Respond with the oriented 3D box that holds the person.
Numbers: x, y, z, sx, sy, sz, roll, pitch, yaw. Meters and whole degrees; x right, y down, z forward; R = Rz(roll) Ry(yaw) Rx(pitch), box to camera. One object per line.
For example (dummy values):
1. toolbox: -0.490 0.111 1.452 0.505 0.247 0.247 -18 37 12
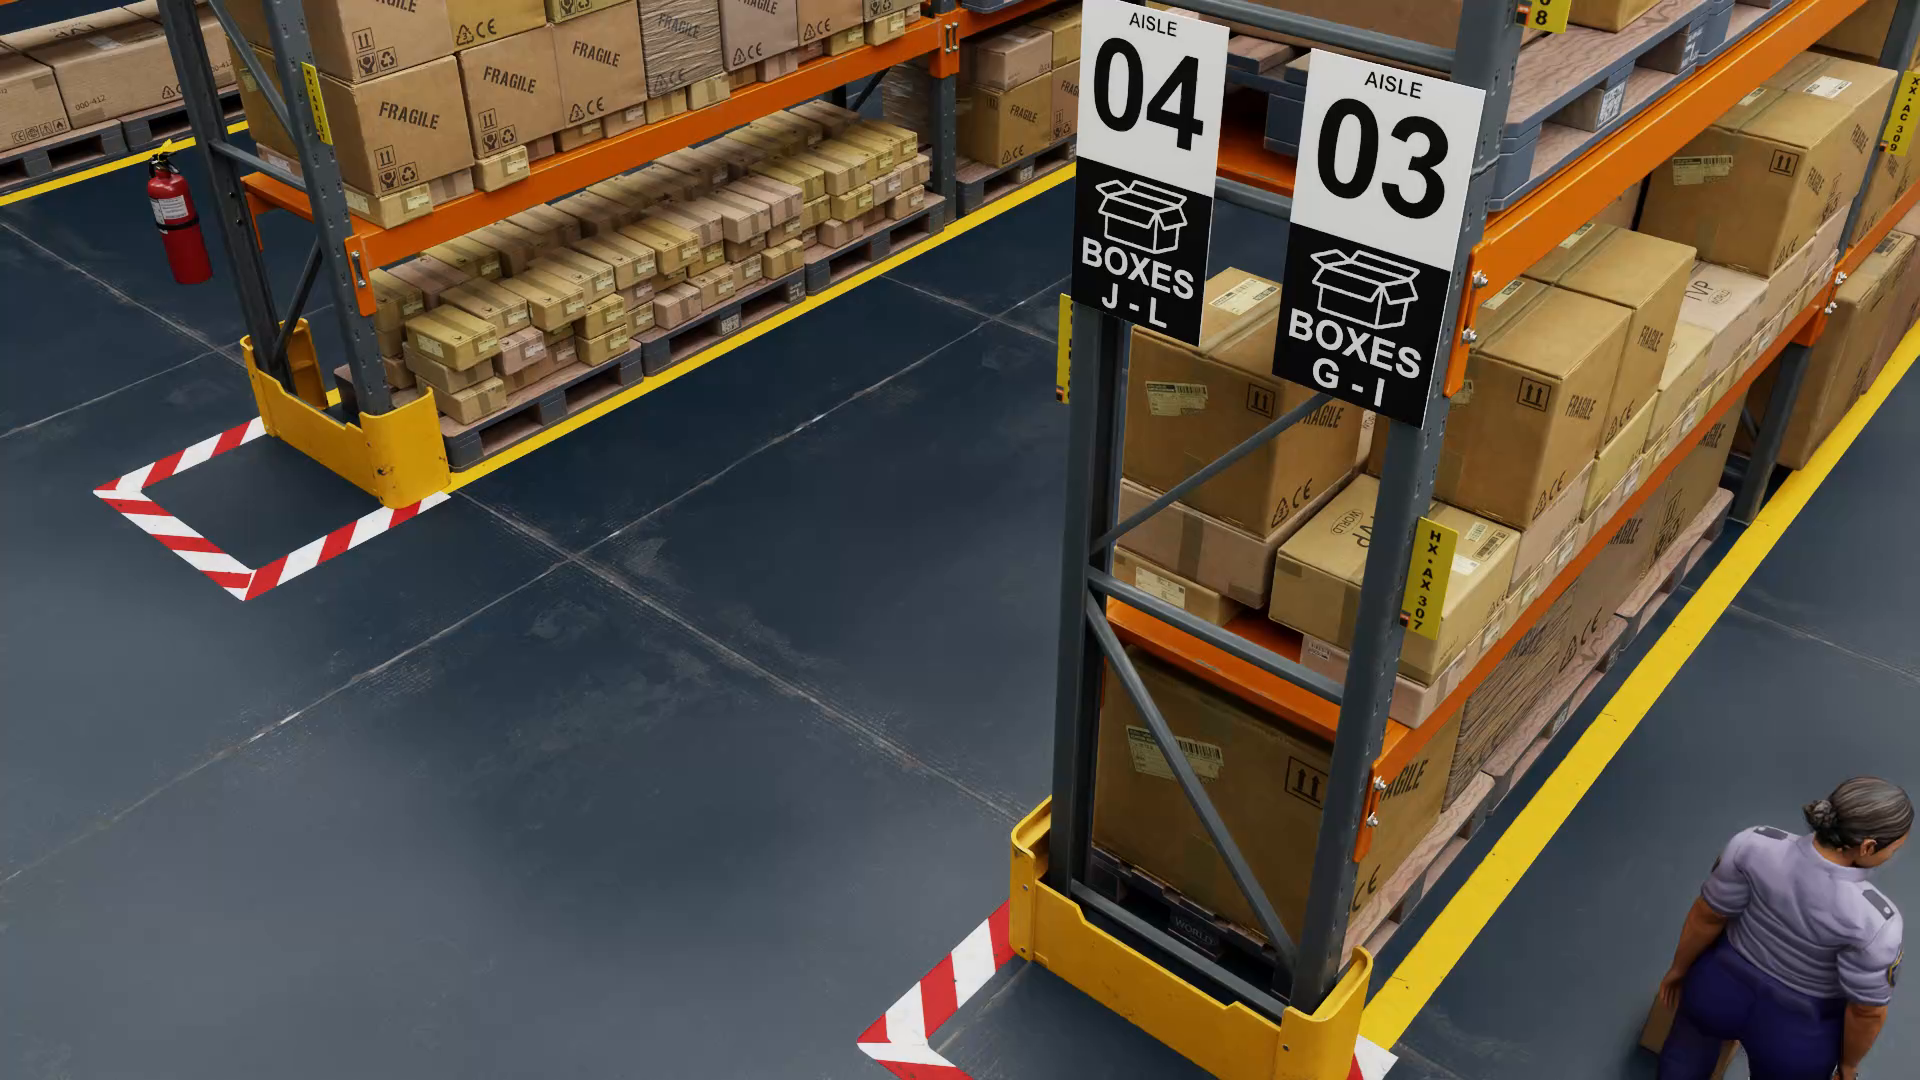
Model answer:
1. person: 2.155 1.225 4.403 0.418 1.655 0.514 -26 43 -32
